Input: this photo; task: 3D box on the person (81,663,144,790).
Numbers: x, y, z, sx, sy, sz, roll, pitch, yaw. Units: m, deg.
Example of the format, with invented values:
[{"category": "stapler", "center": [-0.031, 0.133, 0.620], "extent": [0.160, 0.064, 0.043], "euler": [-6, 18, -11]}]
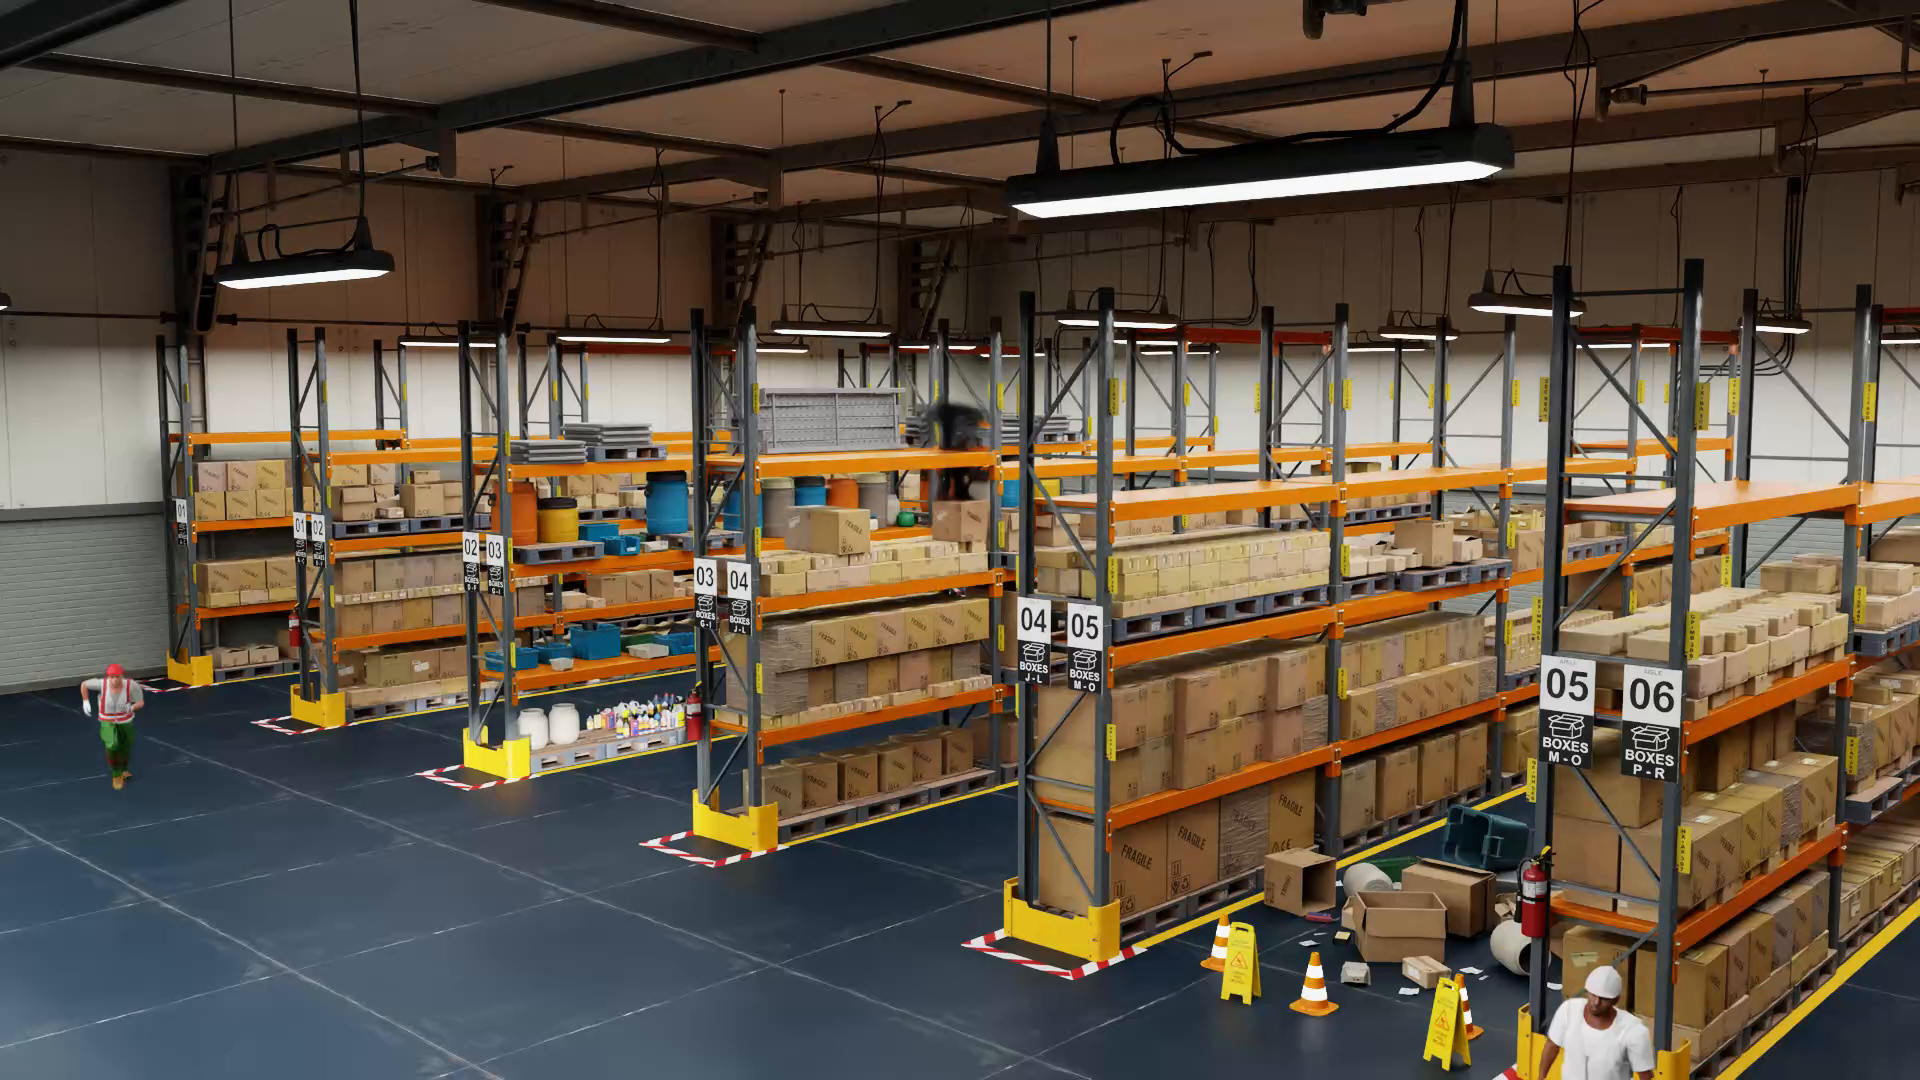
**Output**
[{"category": "person", "center": [-10.799, 2.363, 21.237], "extent": [0.713, 1.676, 0.982], "euler": [-3, 6, -26]}]

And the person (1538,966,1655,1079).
[{"category": "person", "center": [3.879, 3.367, 10.148], "extent": [0.796, 1.706, 0.713], "euler": [4, 7, 39]}]
